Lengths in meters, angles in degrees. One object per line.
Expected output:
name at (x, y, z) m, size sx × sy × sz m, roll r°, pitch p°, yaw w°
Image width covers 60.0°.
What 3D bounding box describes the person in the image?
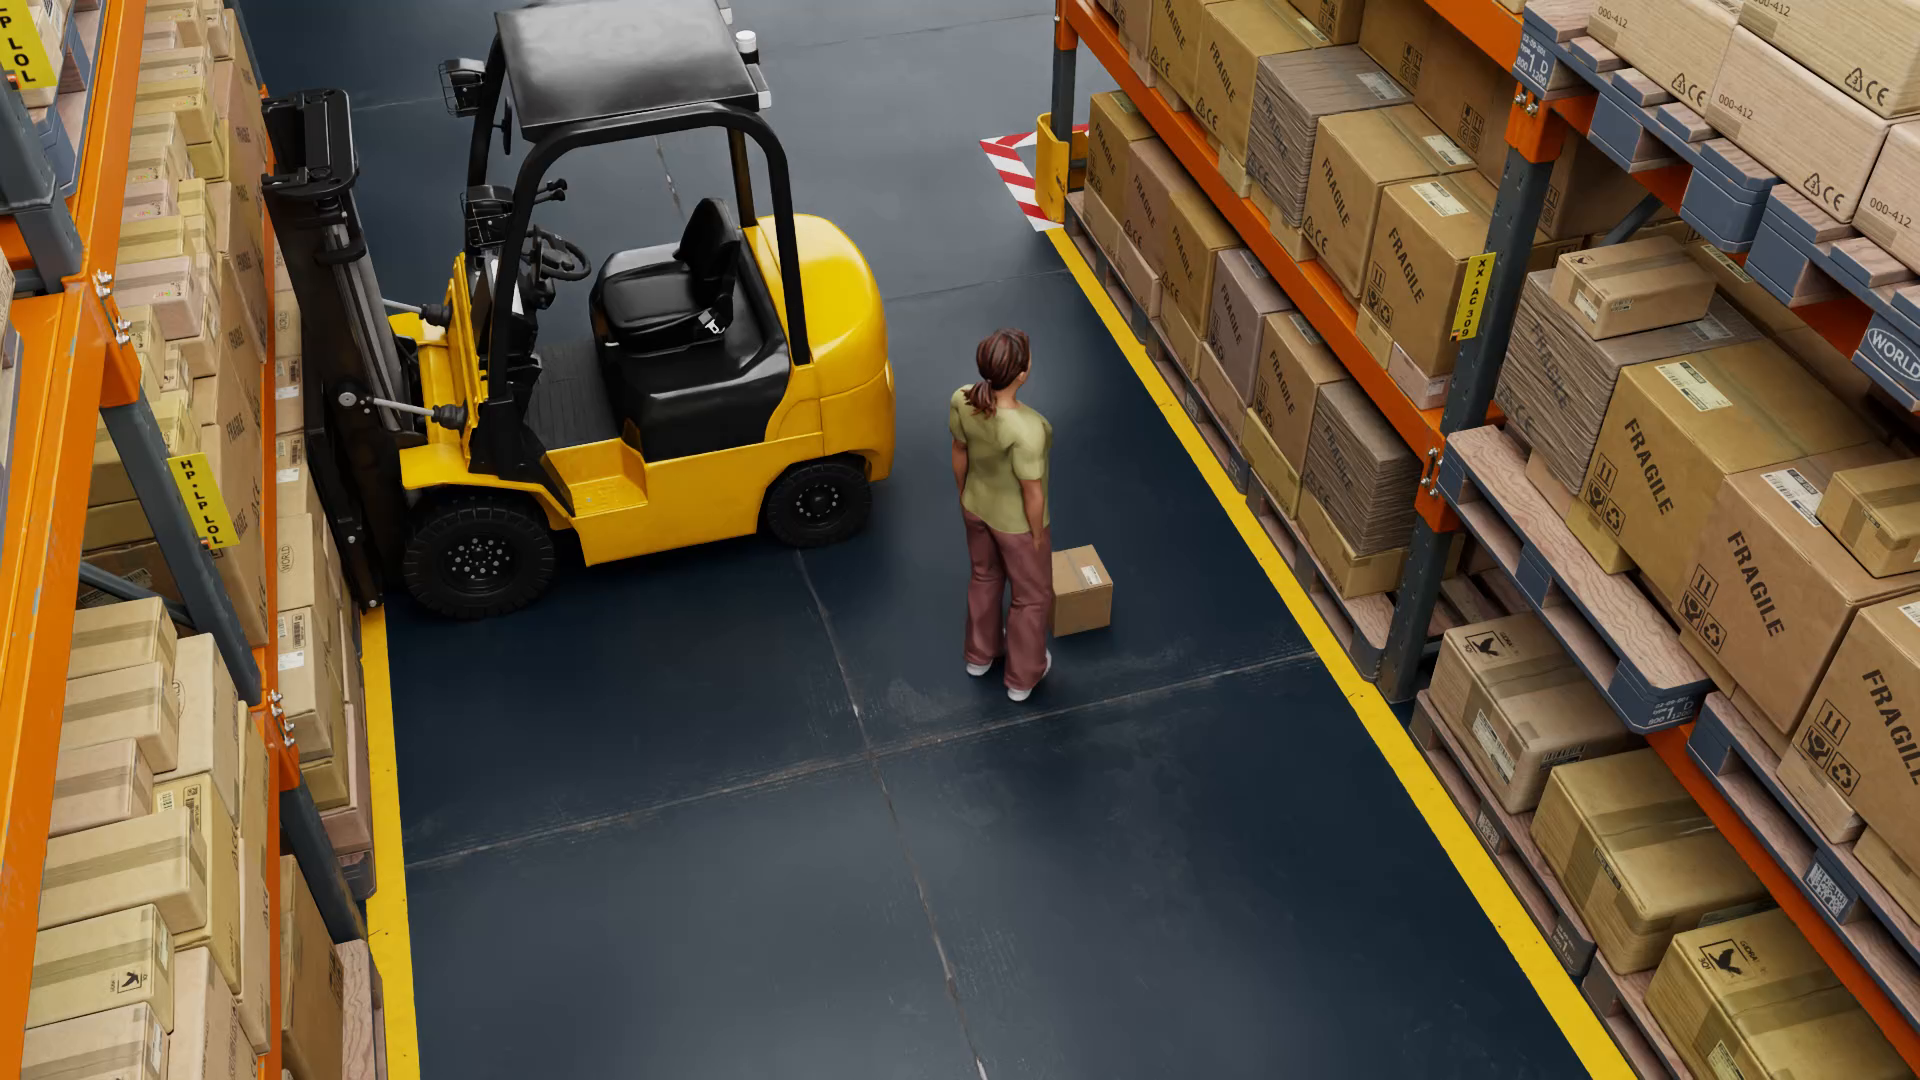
person at (0.167, -0.099, 6.276) m, size 0.373 × 1.674 × 0.447 m, roll -34°, pitch 52°, yaw -31°
